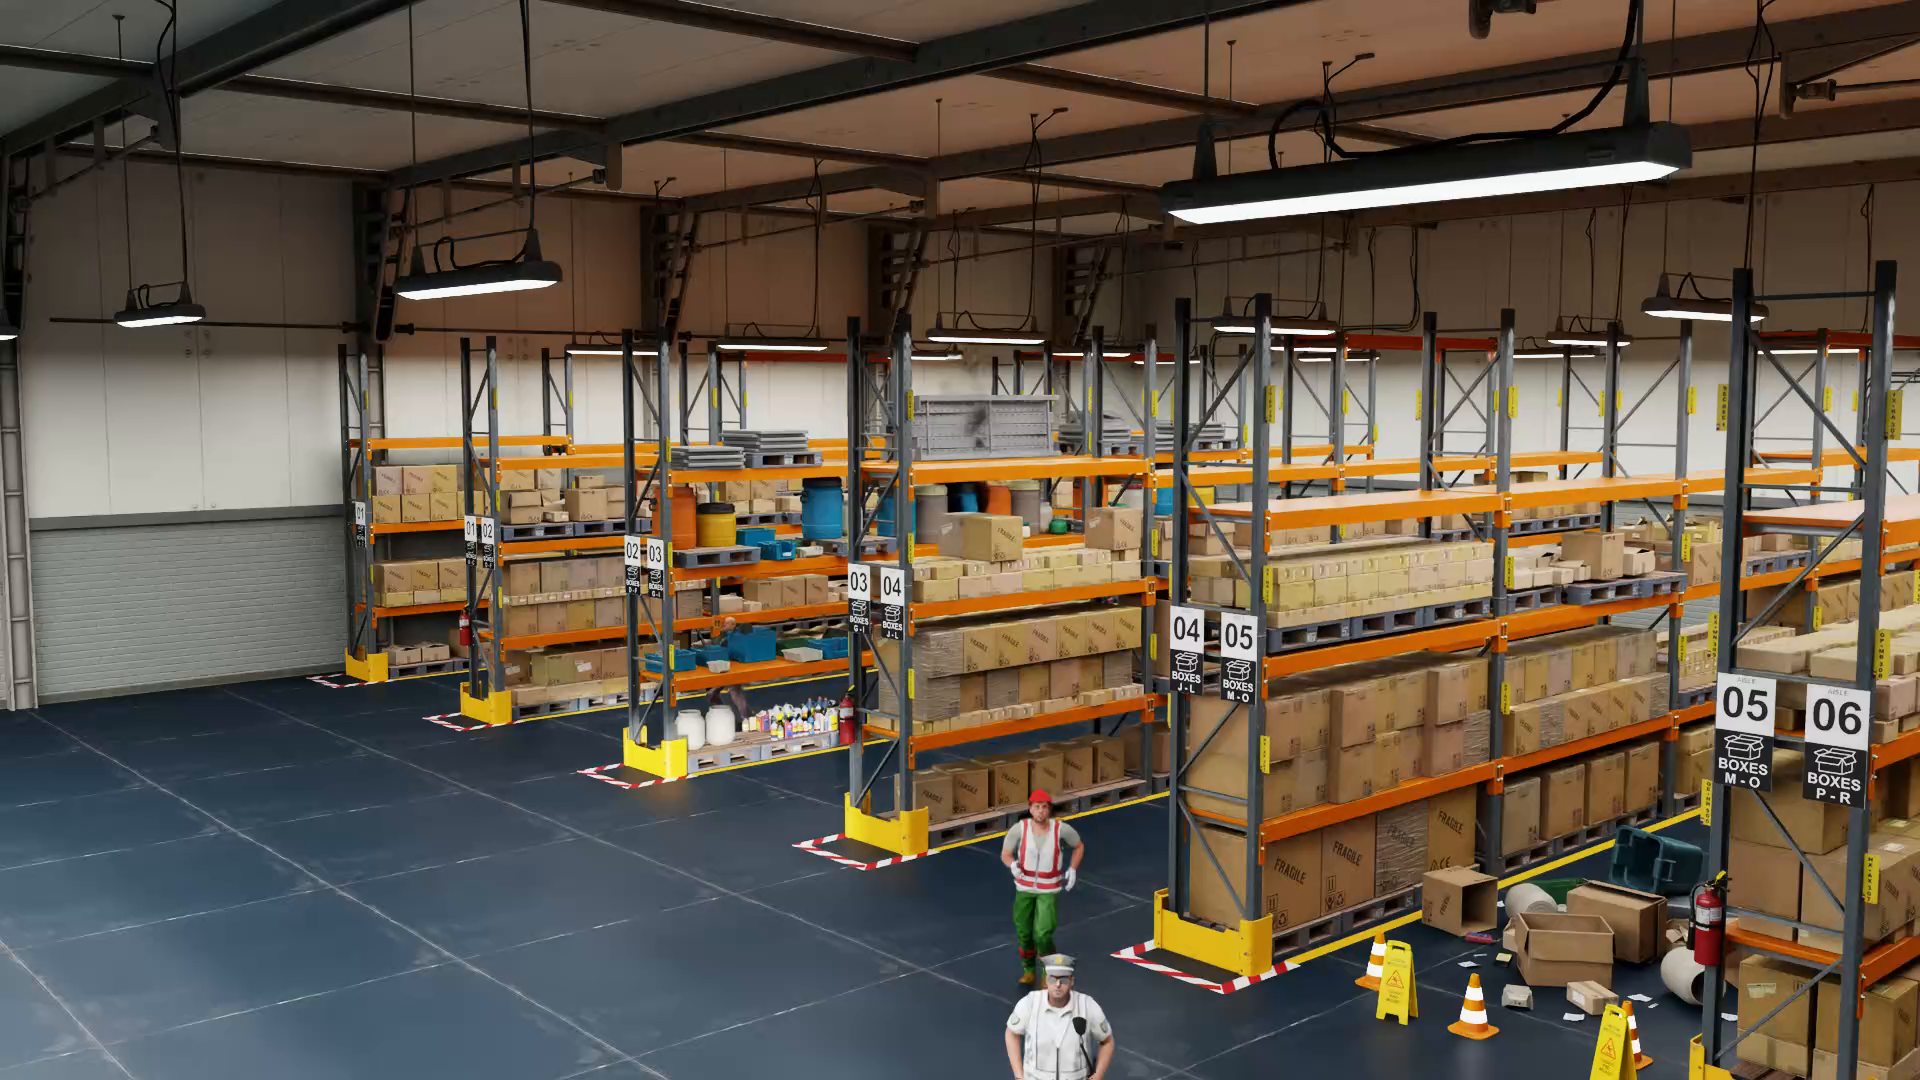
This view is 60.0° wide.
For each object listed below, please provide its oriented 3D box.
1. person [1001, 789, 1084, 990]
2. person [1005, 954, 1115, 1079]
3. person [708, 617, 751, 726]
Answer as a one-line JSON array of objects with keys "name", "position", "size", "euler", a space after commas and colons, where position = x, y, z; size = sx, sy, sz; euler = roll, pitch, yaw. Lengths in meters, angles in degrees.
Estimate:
[{"name": "person", "position": [0.668, 3.021, 14.212], "size": [0.672, 1.788, 0.667], "euler": [1, 5, 15]}, {"name": "person", "position": [0.618, 3.382, 10.266], "size": [0.678, 1.752, 0.598], "euler": [0, 5, 2]}, {"name": "person", "position": [-3.512, 2.053, 25.245], "size": [0.624, 1.780, 0.752], "euler": [4, 7, 41]}]
